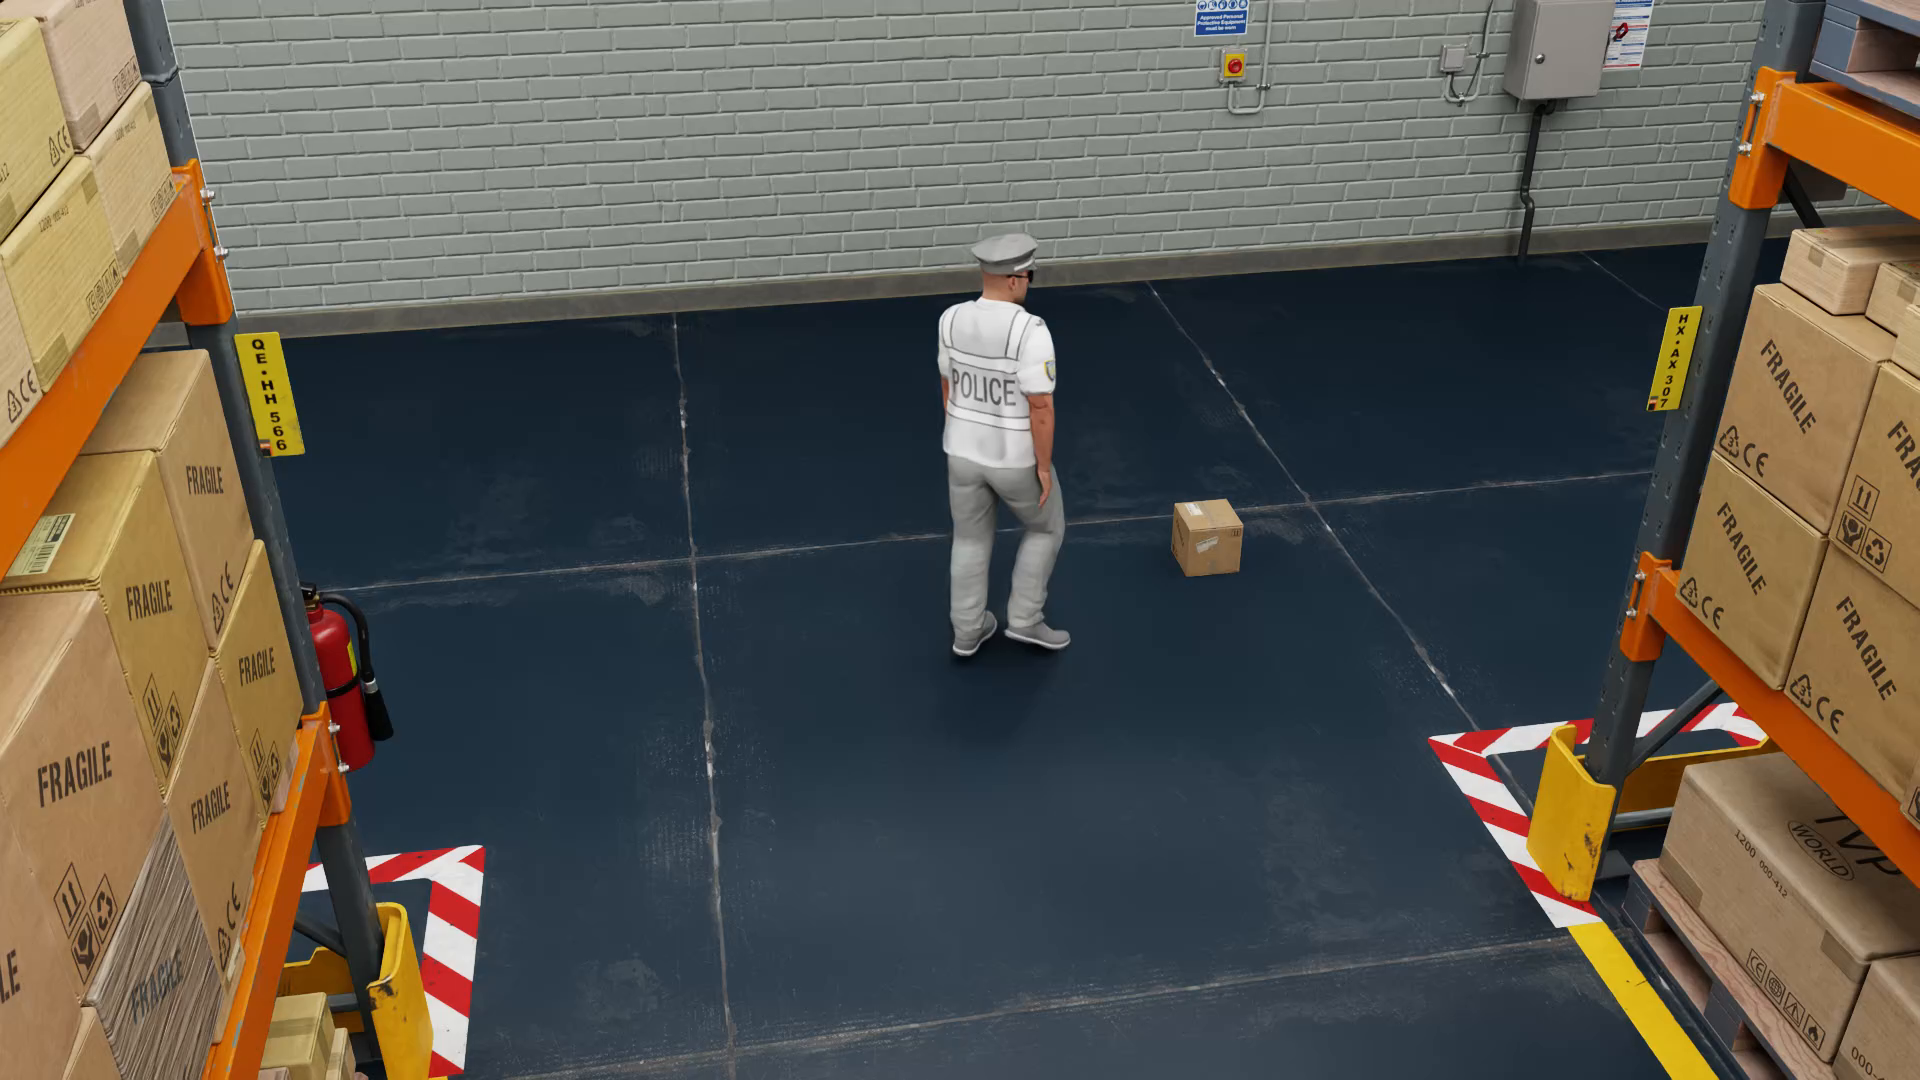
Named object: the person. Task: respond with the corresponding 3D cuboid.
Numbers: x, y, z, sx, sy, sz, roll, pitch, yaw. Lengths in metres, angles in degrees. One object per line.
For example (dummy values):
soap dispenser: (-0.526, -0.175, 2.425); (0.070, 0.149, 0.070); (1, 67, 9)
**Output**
person: (0.155, -0.322, 6.681); (0.584, 1.779, 0.483); (14, 33, 23)
